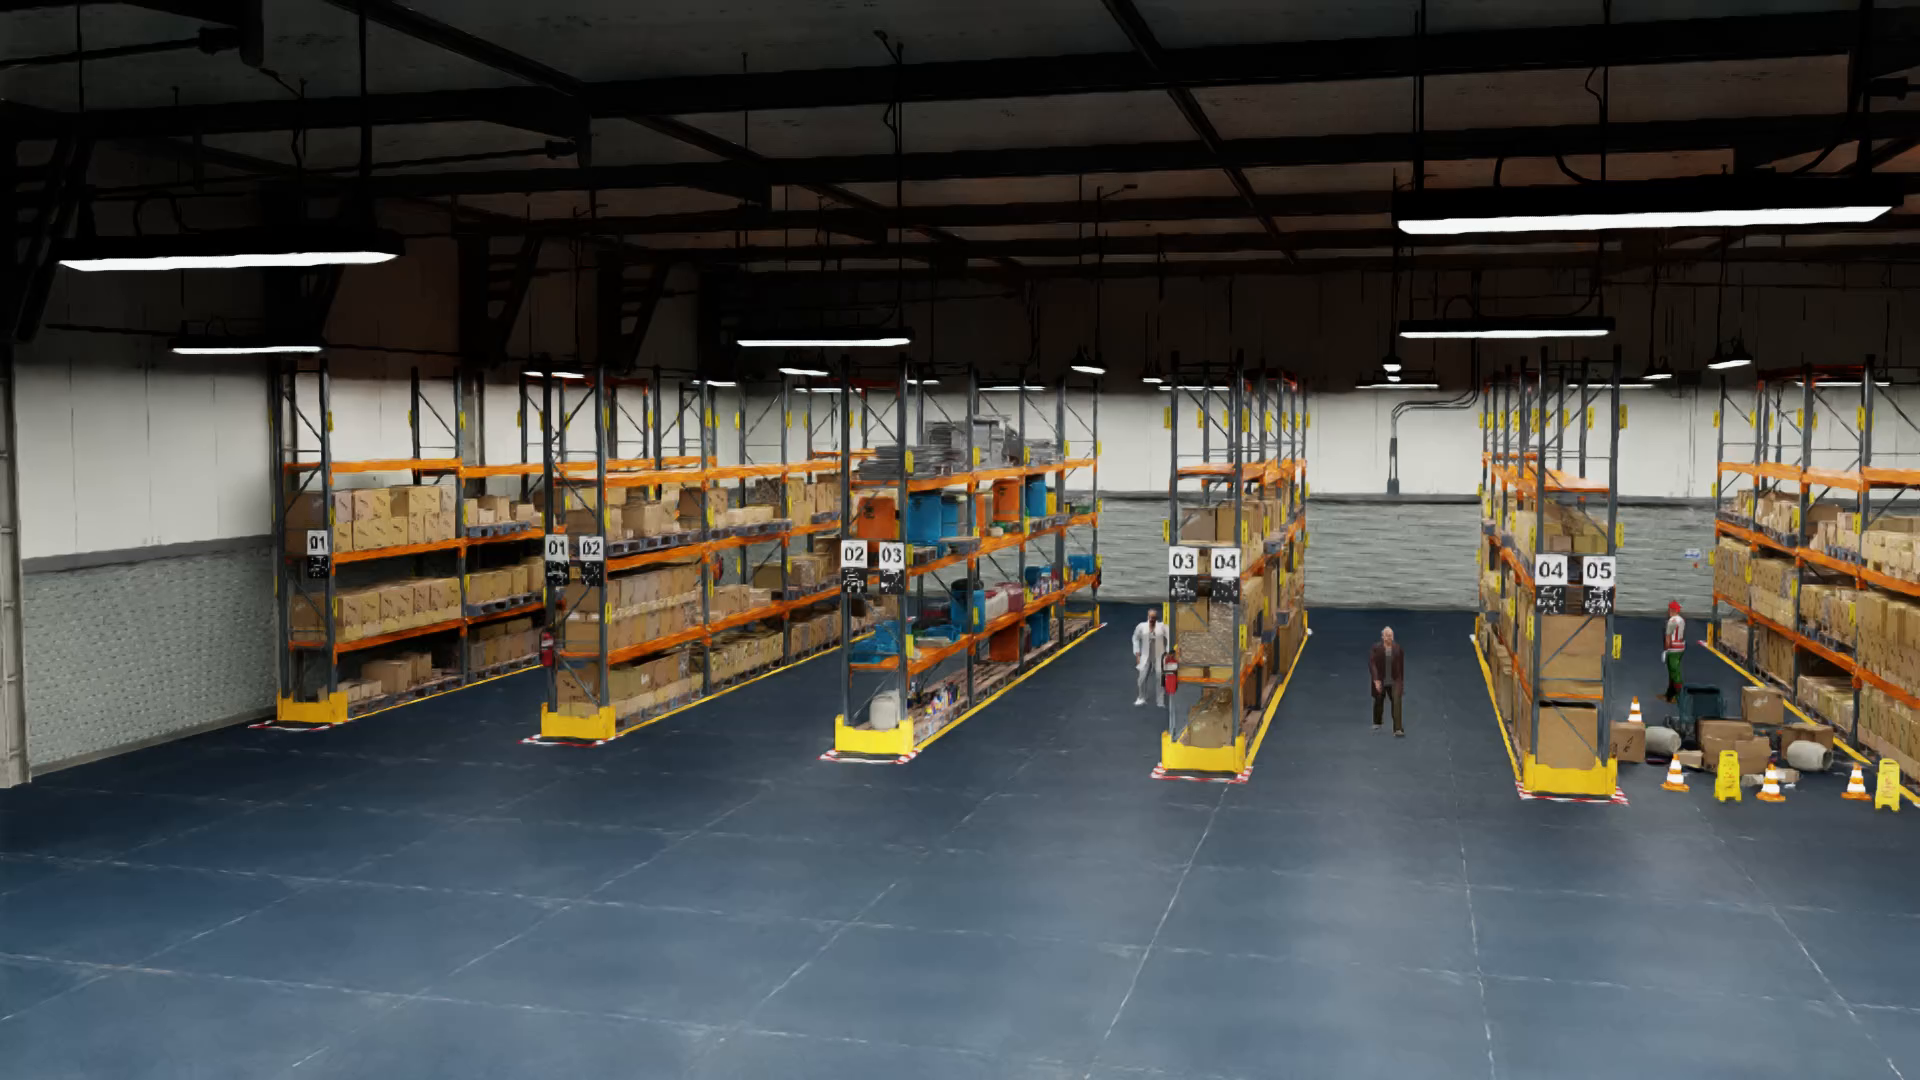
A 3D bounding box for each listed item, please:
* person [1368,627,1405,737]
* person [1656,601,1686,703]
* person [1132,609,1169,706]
[{"bbox_3d":[6.763,2.232,26.377,0.580,1.715,1.102,0,4,7],"label":"person"},{"bbox_3d":[12.633,1.974,29.519,0.569,1.786,0.653,4,6,43],"label":"person"},{"bbox_3d":[3.367,2.050,29.100,0.729,1.733,0.546,1,4,14],"label":"person"}]
